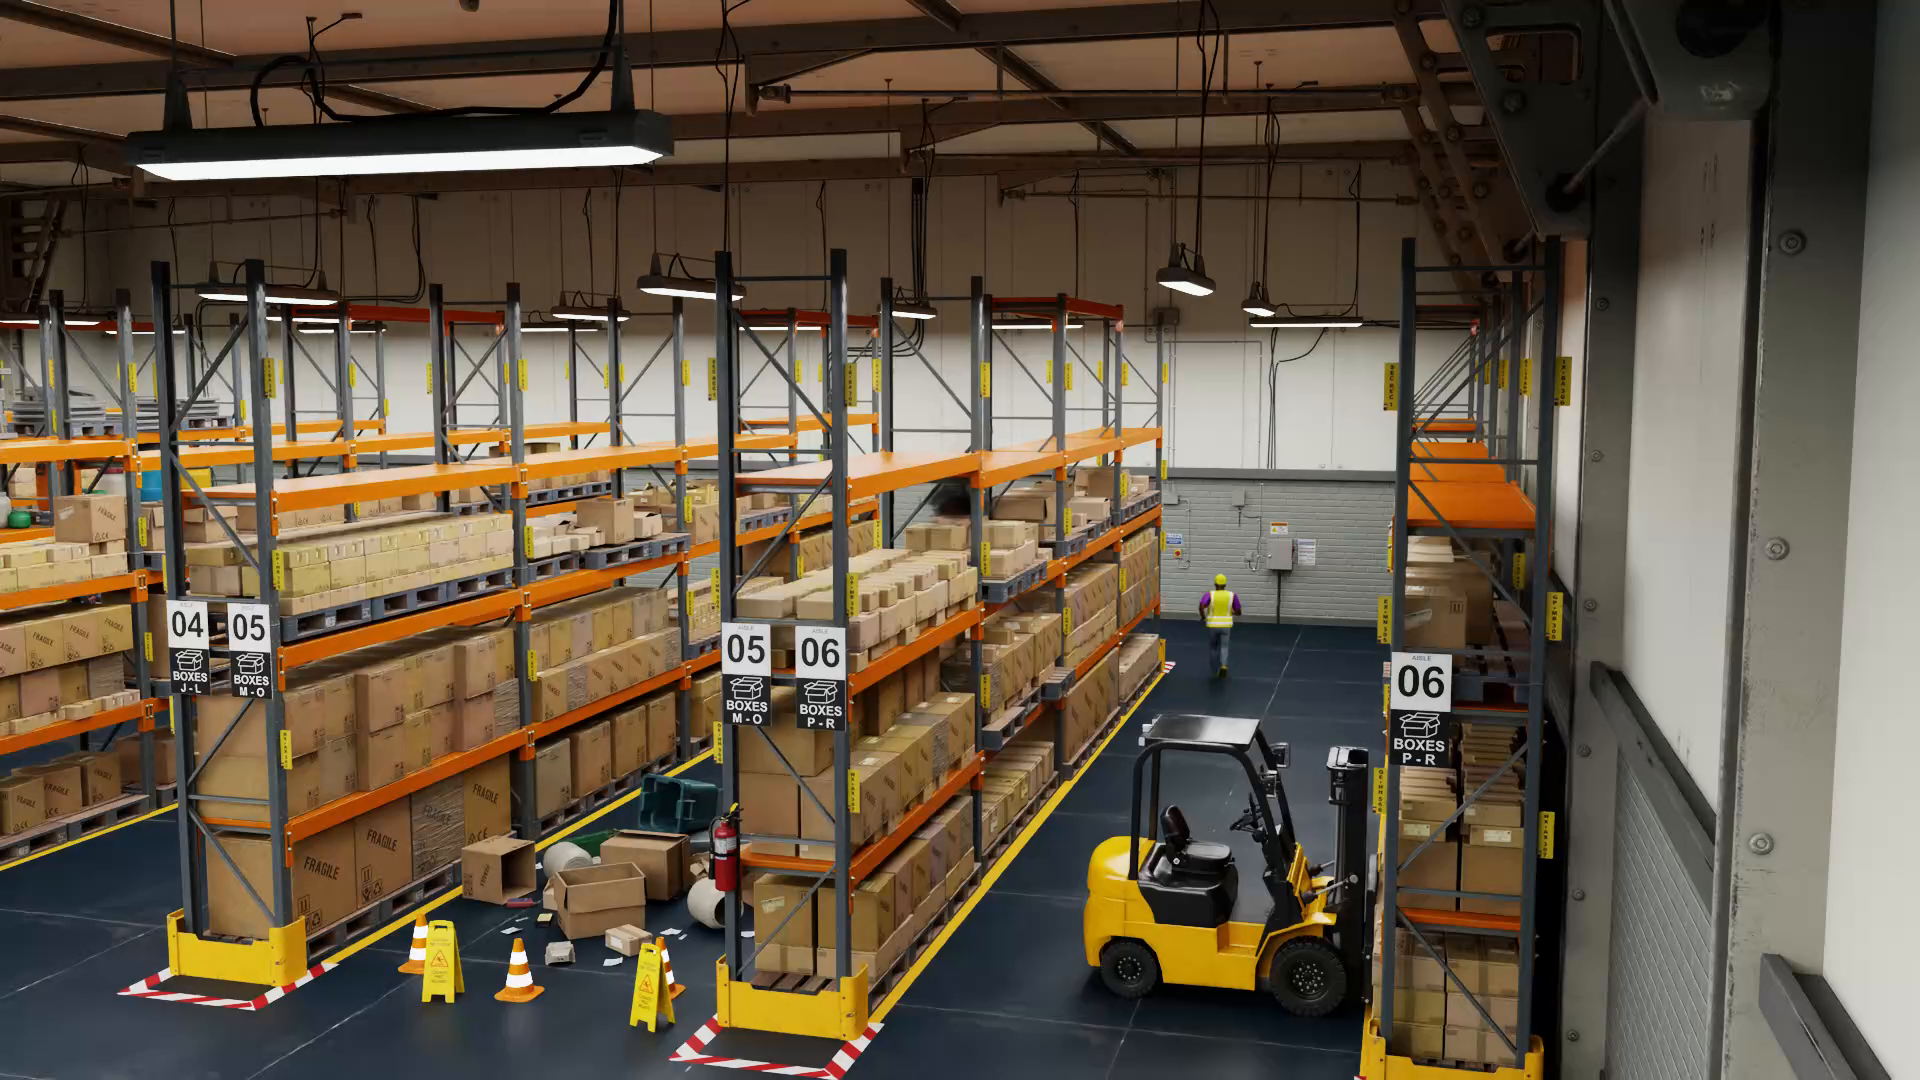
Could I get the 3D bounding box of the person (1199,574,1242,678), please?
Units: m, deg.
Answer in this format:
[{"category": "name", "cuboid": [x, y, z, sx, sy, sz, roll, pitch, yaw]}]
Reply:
[{"category": "person", "cuboid": [4.217, 1.431, 27.016, 0.700, 1.772, 0.963, 1, 6, 5]}]
